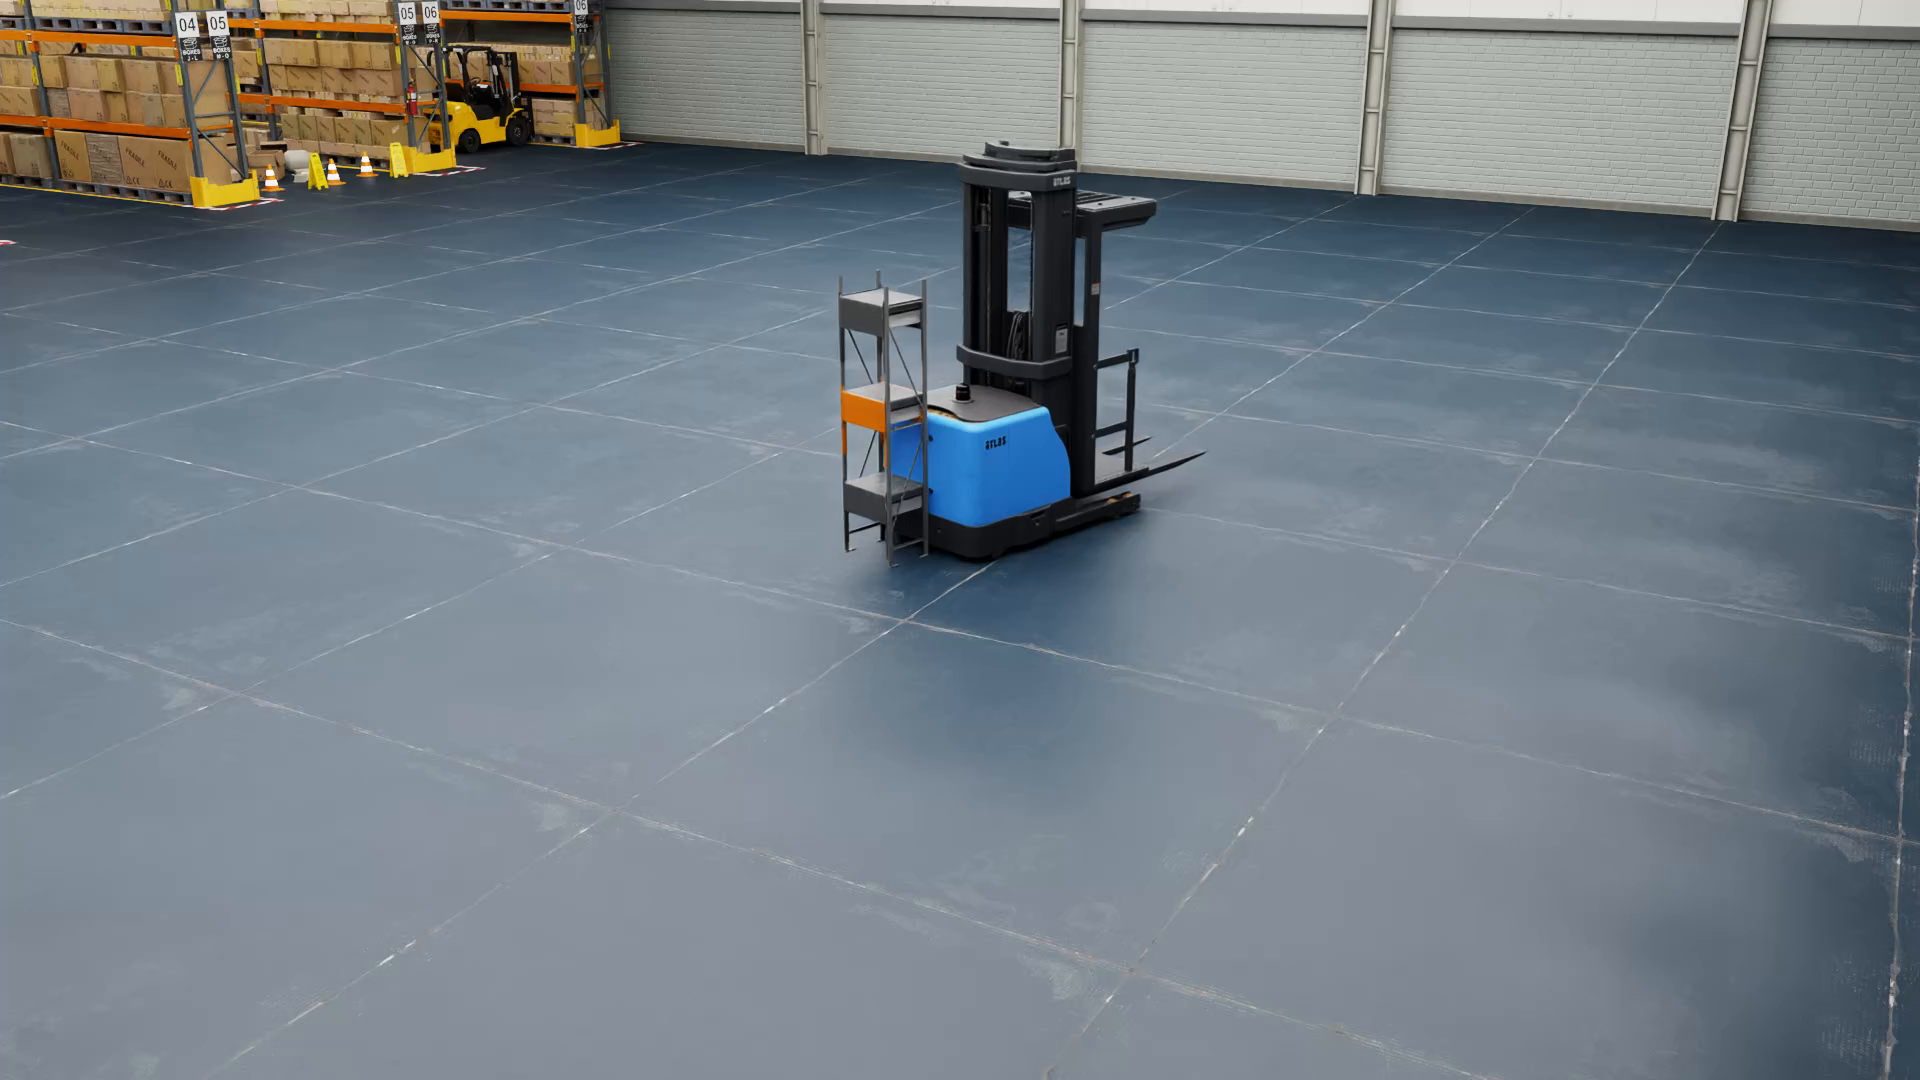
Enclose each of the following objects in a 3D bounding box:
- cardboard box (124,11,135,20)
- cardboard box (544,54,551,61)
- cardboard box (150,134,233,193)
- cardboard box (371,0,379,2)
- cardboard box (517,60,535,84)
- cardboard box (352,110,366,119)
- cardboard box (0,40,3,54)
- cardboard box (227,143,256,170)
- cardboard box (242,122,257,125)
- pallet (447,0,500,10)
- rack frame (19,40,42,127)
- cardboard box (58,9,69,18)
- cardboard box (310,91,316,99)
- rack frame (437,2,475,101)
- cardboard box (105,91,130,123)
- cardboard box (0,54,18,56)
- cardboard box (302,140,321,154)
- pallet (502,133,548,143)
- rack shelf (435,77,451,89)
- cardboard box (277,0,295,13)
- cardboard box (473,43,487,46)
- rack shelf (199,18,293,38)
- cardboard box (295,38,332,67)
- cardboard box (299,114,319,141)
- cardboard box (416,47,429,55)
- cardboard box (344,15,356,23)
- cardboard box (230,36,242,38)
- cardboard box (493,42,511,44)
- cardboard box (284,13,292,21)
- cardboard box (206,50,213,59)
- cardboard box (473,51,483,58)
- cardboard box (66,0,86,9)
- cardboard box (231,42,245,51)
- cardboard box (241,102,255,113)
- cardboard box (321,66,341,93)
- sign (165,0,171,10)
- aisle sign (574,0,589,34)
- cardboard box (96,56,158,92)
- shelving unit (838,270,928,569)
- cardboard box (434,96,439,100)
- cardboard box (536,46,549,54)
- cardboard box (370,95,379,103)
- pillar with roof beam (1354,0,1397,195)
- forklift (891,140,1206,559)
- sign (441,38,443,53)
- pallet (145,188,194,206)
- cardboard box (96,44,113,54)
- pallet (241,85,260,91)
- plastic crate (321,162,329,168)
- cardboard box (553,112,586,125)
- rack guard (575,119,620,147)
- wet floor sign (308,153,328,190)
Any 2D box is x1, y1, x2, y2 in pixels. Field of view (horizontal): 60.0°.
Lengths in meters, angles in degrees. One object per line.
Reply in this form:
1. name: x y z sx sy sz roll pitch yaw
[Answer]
1. cardboard box: -14.012 -8.963 28.383 0.250 0.149 0.380 11 23 28
2. cardboard box: -9.023 -10.736 36.964 0.250 0.149 0.380 11 23 28
3. cardboard box: -13.516 -6.637 29.264 0.875 0.875 0.875 11 23 28
4. cardboard box: -11.212 -10.526 32.283 0.250 0.149 0.380 11 23 28
5. cardboard box: -9.603 -10.539 37.374 0.500 0.500 0.500 10 22 26
6. cardboard box: -11.964 -8.538 33.368 0.250 0.149 0.380 11 23 28
7. cardboard box: -22.028 -11.432 38.368 0.500 0.500 0.500 10 22 27
8. cardboard box: -14.155 -7.418 32.377 0.503 0.637 0.797 11 23 27
9. cardboard box: -15.755 -8.784 35.918 0.625 0.372 0.950 12 23 29
10. pallet: -10.884 -12.214 37.868 1.213 0.211 1.003 11 23 27
11. rack frame: -21.043 -10.832 38.327 0.127 3.000 1.000 11 23 27
12. cardboard box: -15.570 -9.259 29.199 0.250 0.149 0.380 10 22 26
13. cardboard box: -13.000 -9.087 33.886 0.250 0.149 0.380 11 23 27
14. rack frame: -11.641 -10.980 38.735 0.127 3.000 1.000 11 23 27
15. cardboard box: -14.640 -7.756 29.627 0.500 0.550 0.875 11 23 27
16. cardboard box: -18.152 -8.862 31.284 0.500 0.500 0.700 11 22 27
17. cardboard box: -13.203 -8.142 34.329 0.500 0.250 0.500 12 23 30
18. pallet: -9.898 -9.321 38.253 1.213 0.211 1.003 11 23 27
19. rack shelf: -13.387 -10.974 39.774 4.000 0.370 1.077 11 23 27
20. cardboard box: -13.353 -10.743 33.467 0.500 0.250 0.500 11 22 27
21. cardboard box: -10.833 -11.200 37.809 0.250 0.149 0.380 11 23 28
22. rack shelf: -15.804 -10.906 35.187 4.000 0.370 1.077 11 23 27
23. cardboard box: -12.920 -9.837 33.537 0.500 0.500 0.700 10 22 26
24. cardboard box: -13.202 -8.495 34.201 0.500 0.500 0.500 12 23 29
25. cardboard box: -12.470 -11.416 38.840 0.250 0.149 0.380 11 23 27
26. cardboard box: -11.892 -10.279 32.774 0.250 0.149 0.380 11 22 27
27. cardboard box: -18.312 -12.407 41.908 0.500 0.500 0.700 11 23 29
28. cardboard box: -10.529 -11.391 38.335 0.250 0.149 0.380 10 22 26
29. cardboard box: -13.434 -10.600 33.657 0.250 0.149 0.380 11 23 27
30. cardboard box: -15.455 -10.064 35.011 0.500 0.500 0.500 12 23 29
31. cardboard box: -10.844 -11.059 37.857 0.250 0.149 0.380 11 23 28
32. cardboard box: -15.212 -9.403 29.010 0.500 0.250 0.500 11 22 27
33. cardboard box: -15.180 -10.311 34.741 0.250 0.149 0.380 10 22 26
34. cardboard box: -17.843 -11.099 42.114 0.500 0.500 0.500 10 22 27
35. cardboard box: -12.478 -9.290 33.494 0.500 0.500 0.500 11 23 28
36. sign: -13.169 -8.975 27.629 0.005 0.325 0.100 11 23 27
37. aisle sign: -8.235 -11.438 36.186 0.004 0.787 0.394 11 23 27
38. cardboard box: -14.671 -8.244 29.390 0.500 0.550 0.875 11 23 27
39. shelving unit: -0.557 -0.881 12.216 0.431 2.100 0.503 -19 27 -41
40. cardboard box: -12.102 -10.144 39.298 0.625 0.625 0.875 12 23 30
41. cardboard box: -9.218 -10.934 37.074 0.250 0.149 0.380 11 23 28
42. cardboard box: -11.486 -8.775 33.024 0.250 0.149 0.380 10 22 26
43. pillar with roof beam: 5.298 -9.244 25.151 0.400 9.000 9.100 11 23 27
44. forklift: 0.815 -1.653 13.124 3.031 2.935 1.130 -19 27 -41
45. sign: -11.897 -11.323 38.101 0.005 0.325 0.100 11 23 27
46. pallet: -13.628 -6.144 29.494 1.213 0.211 1.003 11 23 27
47. cardboard box: -18.581 -10.774 36.556 0.500 0.500 0.500 11 23 28
48. pallet: -15.802 -9.759 35.652 1.213 0.211 1.003 11 23 27
49. plastic crate: -13.088 -7.624 33.764 0.583 0.080 0.402 3 20 9
50. cardboard box: -8.726 -9.442 37.179 0.500 0.250 0.500 10 22 27
51. rack guard: -8.128 -9.135 37.316 0.348 0.500 1.175 11 23 27
52. wet floor sign: -11.901 -6.823 30.730 0.232 0.644 0.267 7 21 18
